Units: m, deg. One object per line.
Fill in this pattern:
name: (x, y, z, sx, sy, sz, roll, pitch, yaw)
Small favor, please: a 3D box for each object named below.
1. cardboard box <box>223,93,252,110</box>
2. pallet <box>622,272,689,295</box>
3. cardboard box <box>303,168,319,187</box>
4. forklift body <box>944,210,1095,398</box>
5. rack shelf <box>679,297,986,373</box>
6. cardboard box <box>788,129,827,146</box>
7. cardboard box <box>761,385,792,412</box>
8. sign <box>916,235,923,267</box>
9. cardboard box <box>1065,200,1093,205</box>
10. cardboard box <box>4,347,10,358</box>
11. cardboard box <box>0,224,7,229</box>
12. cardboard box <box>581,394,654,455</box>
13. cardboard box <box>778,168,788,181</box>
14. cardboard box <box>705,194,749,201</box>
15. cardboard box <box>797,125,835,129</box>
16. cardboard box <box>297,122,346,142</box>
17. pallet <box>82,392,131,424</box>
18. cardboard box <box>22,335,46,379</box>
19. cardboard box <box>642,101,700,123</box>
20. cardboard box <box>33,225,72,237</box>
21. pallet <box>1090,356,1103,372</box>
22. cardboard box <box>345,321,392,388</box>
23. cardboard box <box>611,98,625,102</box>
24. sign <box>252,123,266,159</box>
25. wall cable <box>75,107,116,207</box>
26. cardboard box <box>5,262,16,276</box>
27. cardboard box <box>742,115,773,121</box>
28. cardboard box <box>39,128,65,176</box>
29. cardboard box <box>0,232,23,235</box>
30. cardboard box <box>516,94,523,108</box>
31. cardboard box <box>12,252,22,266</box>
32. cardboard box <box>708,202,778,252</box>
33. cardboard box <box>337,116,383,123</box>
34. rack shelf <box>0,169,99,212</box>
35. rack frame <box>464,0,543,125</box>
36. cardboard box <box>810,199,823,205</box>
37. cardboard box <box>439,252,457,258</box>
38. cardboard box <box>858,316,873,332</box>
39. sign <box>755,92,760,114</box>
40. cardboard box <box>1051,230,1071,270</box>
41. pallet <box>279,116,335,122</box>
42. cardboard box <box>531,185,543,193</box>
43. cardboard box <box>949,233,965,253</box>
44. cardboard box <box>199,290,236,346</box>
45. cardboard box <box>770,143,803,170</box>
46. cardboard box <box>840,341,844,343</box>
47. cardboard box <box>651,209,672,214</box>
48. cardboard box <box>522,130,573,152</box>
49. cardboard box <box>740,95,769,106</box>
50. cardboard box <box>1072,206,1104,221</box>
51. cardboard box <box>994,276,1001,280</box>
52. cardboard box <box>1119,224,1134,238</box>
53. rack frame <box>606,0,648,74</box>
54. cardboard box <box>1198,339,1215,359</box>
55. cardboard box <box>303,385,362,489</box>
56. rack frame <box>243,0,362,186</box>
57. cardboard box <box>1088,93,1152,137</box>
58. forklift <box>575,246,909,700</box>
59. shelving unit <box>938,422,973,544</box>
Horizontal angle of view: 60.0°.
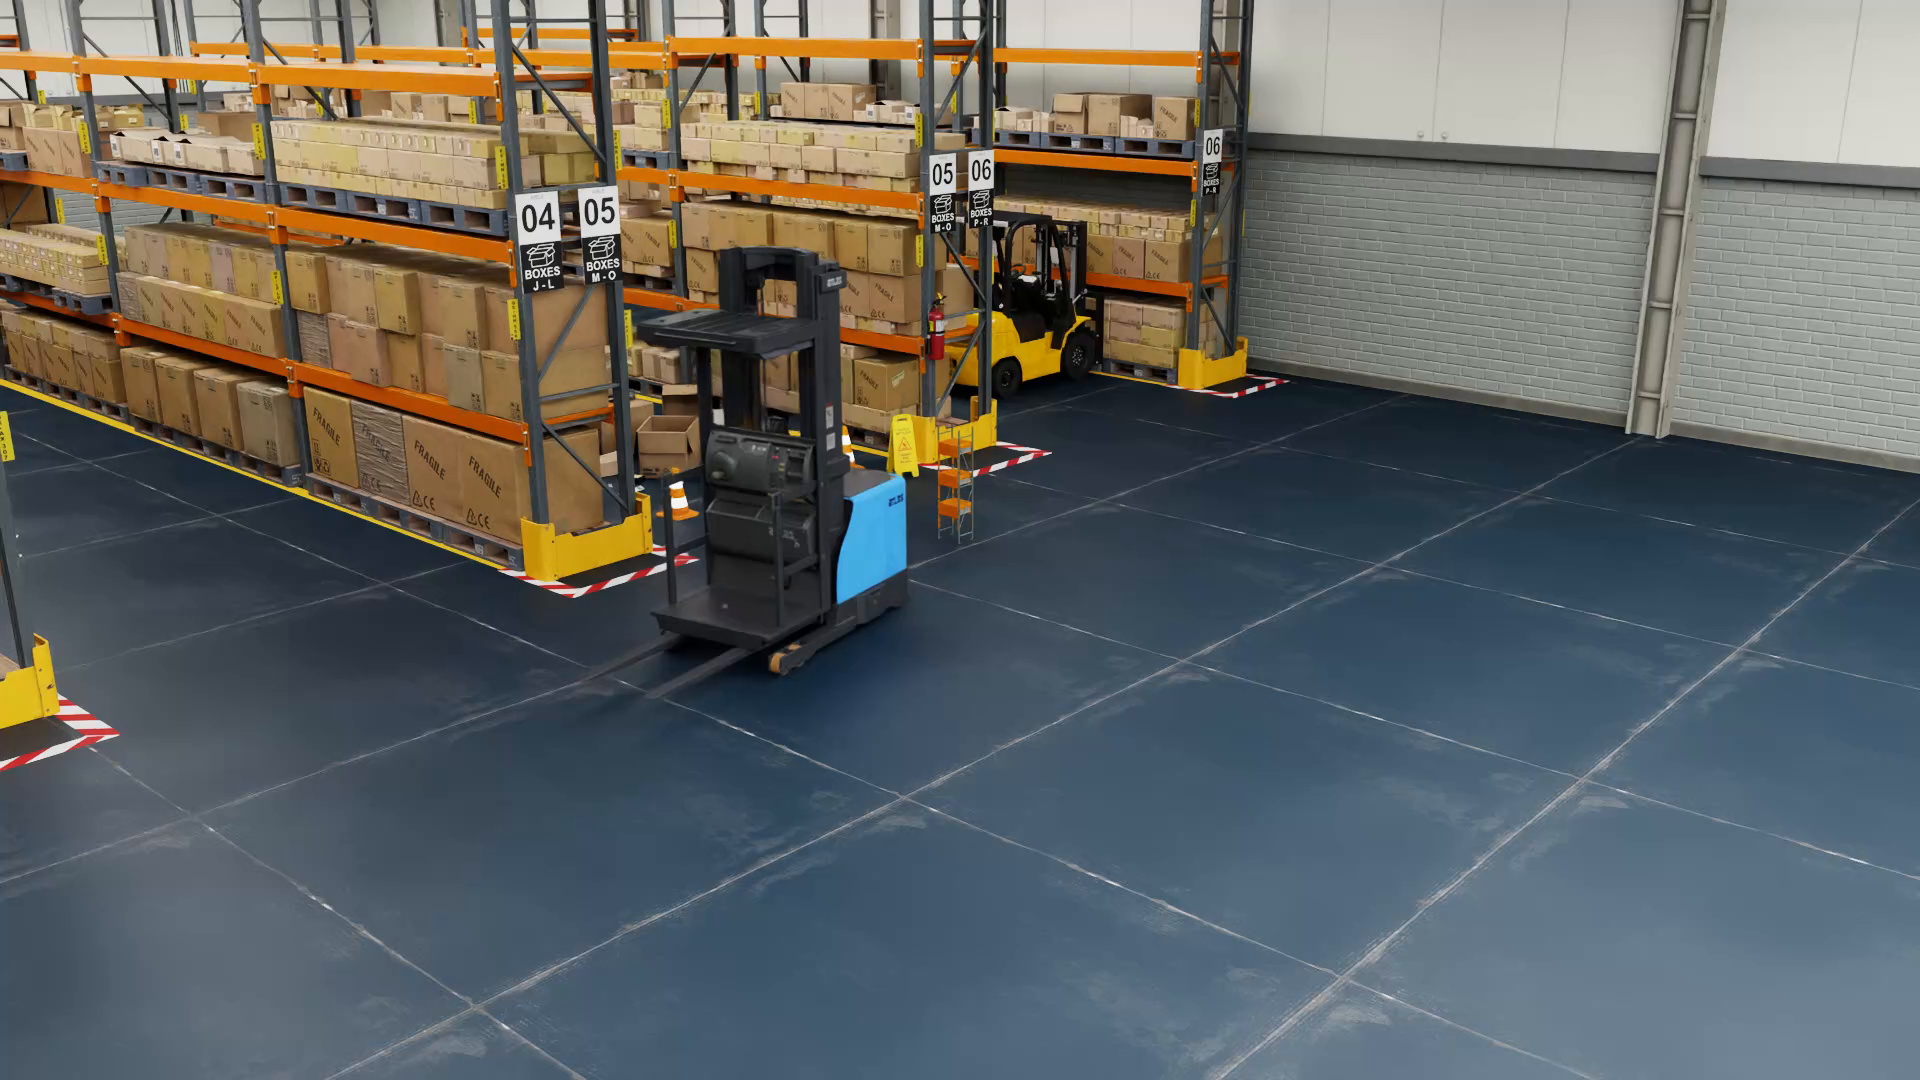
cardboard box: (-11.600, -7.130, 27.050, 0.500, 0.250, 0.500, 13, 21, 34)
pallet: (-3.496, -3.280, 20.804, 1.213, 0.211, 1.003, 15, 23, 39)
cardboard box: (-5.804, -3.350, 15.307, 0.250, 0.149, 0.380, 15, 23, 39)
forklift body: (0.633, -3.069, 21.226, 1.214, 2.155, 2.313, 15, 23, 39)
rack shelf: (-1.525, -2.440, 19.031, 4.000, 0.370, 1.077, 15, 23, 39)
cardboard box: (-1.648, -4.373, 18.070, 0.250, 0.149, 0.380, 16, 23, 41)
cardboard box: (-1.954, -1.684, 19.311, 0.500, 0.250, 0.500, 15, 23, 39)
sign: (-0.413, -2.963, 17.051, 0.005, 0.325, 0.100, 15, 23, 39)
cardboard box: (1.646, -4.547, 22.751, 0.250, 0.149, 0.380, 15, 23, 39)
cardboard box: (-12.734, -2.494, 22.029, 0.250, 0.149, 0.380, 15, 23, 40)
cardboard box: (-12.764, -3.873, 21.701, 0.500, 0.500, 0.500, 15, 23, 39)
cardboard box: (-3.729, -1.222, 17.906, 0.503, 0.637, 0.797, 15, 23, 39)
cardboard box: (-1.796, -4.066, 18.422, 0.250, 0.149, 0.380, 15, 23, 40)
cardboard box: (-3.725, -5.379, 26.655, 0.500, 0.250, 0.500, 14, 22, 37)
cardboard box: (-1.624, -4.615, 18.834, 0.250, 0.149, 0.380, 15, 23, 40)
cardboard box: (-5.804, -3.731, 15.186, 0.250, 0.149, 0.380, 15, 23, 39)
pallet: (-9.807, -1.676, 20.043, 1.213, 0.211, 1.003, 15, 23, 39)
cardboard box: (-11.442, -2.345, 20.981, 0.500, 0.500, 0.500, 16, 24, 42)
cardboard box: (-3.572, -5.287, 20.581, 0.500, 0.250, 0.500, 14, 23, 38)
cardboard box: (-11.584, -3.925, 21.257, 0.250, 0.149, 0.380, 14, 22, 38)
pallet: (1.754, -2.565, 22.846, 1.213, 0.211, 1.003, 15, 23, 39)
cardboard box: (-5.195, -1.804, 15.590, 0.550, 0.550, 0.875, 15, 23, 39)
cardboard box: (-5.583, -7.263, 27.635, 0.250, 0.149, 0.380, 15, 23, 40)
sign: (-6.584, -3.746, 15.622, 0.005, 0.325, 0.100, 15, 23, 39)
wall cable: (-16.230, -7.220, 31.172, 0.123, 1.953, 0.585, 15, 23, 39)
cardboard box: (-11.452, -3.341, 20.401, 0.250, 0.149, 0.380, 14, 22, 37)
cardboard box: (-3.266, -6.518, 25.980, 0.500, 0.250, 0.500, 14, 22, 37)
cardboard box: (-10.202, -4.480, 19.144, 0.500, 0.500, 0.500, 15, 23, 39)
cardboard box: (-11.823, -3.725, 20.628, 0.250, 0.149, 0.380, 15, 23, 40)
cardboard box: (-7.786, -7.864, 29.730, 0.500, 0.250, 0.500, 14, 22, 38)
cardboard box: (-11.241, -3.427, 20.182, 0.250, 0.149, 0.380, 15, 23, 38)
cardboard box: (-2.469, -3.606, 19.205, 0.500, 0.500, 0.700, 15, 23, 40)
cardboard box: (-5.746, -3.981, 15.976, 0.250, 0.149, 0.380, 15, 23, 39)
rack shelf: (-10.719, -4.336, 20.046, 4.000, 0.370, 1.077, 15, 23, 39)
rack frame: (-6.013, -6.847, 21.811, 0.127, 3.000, 1.000, 15, 23, 39)
cardboard box: (-2.065, -5.189, 25.266, 0.250, 0.149, 0.380, 15, 23, 40)
cardboard box: (-6.956, -4.058, 23.188, 0.500, 0.250, 0.500, 16, 23, 40)
cardboard box: (-0.892, -2.371, 18.038, 0.250, 0.149, 0.380, 15, 23, 38)
sign: (-3.083, -6.665, 25.342, 0.005, 0.325, 0.100, 15, 23, 39)
cardboard box: (1.571, -3.900, 22.276, 0.500, 0.500, 0.500, 15, 23, 40)
pallet: (-9.610, -6.345, 25.334, 1.213, 0.211, 1.003, 15, 23, 39)
cardboard box: (-3.474, -2.992, 14.176, 0.250, 0.149, 0.380, 15, 23, 40)
cardboard box: (-0.280, -4.279, 23.884, 0.500, 0.250, 0.500, 16, 23, 40)
cardboard box: (-7.555, -2.339, 17.359, 0.500, 0.500, 0.500, 15, 23, 40)
cardboard box: (-1.737, -4.229, 18.274, 0.500, 0.250, 0.500, 15, 23, 40)
cardboard box: (-1.307, -2.149, 18.465, 0.250, 0.149, 0.380, 16, 23, 40)
cardboard box: (-3.917, -3.936, 21.204, 0.500, 0.500, 0.500, 15, 23, 39)
cardboard box: (-3.465, -3.369, 14.047, 0.250, 0.149, 0.380, 15, 23, 40)
cardboard box: (-3.175, -6.804, 25.730, 0.250, 0.149, 0.380, 16, 24, 41)
cardboard box: (1.703, -4.335, 22.082, 0.250, 0.149, 0.380, 15, 23, 40)
cardboard box: (0.767, -3.620, 23.756, 0.500, 0.250, 0.500, 16, 23, 40)
cardboard box: (2.275, -4.031, 21.618, 0.250, 0.149, 0.380, 15, 23, 39)
rack frame: (-5.713, -8.774, 27.883, 0.127, 3.000, 1.000, 15, 23, 39)
cardboard box: (3.025, -2.538, 22.001, 0.500, 0.250, 0.500, 15, 23, 39)
cardboard box: (-5.807, -1.090, 16.405, 0.875, 0.875, 0.875, 15, 23, 40)
rack frame: (-6.231, -4.904, 15.687, 0.127, 3.000, 1.000, 15, 23, 39)
cardboard box: (2.070, -5.493, 21.476, 0.500, 0.500, 0.700, 15, 23, 40)
forklift: (-1.587, -0.575, 12.078, 1.130, 2.935, 3.031, 10, 20, 28)
shelving unit: (-0.040, -0.511, 14.987, 0.252, 1.050, 0.215, 15, 23, 39)
